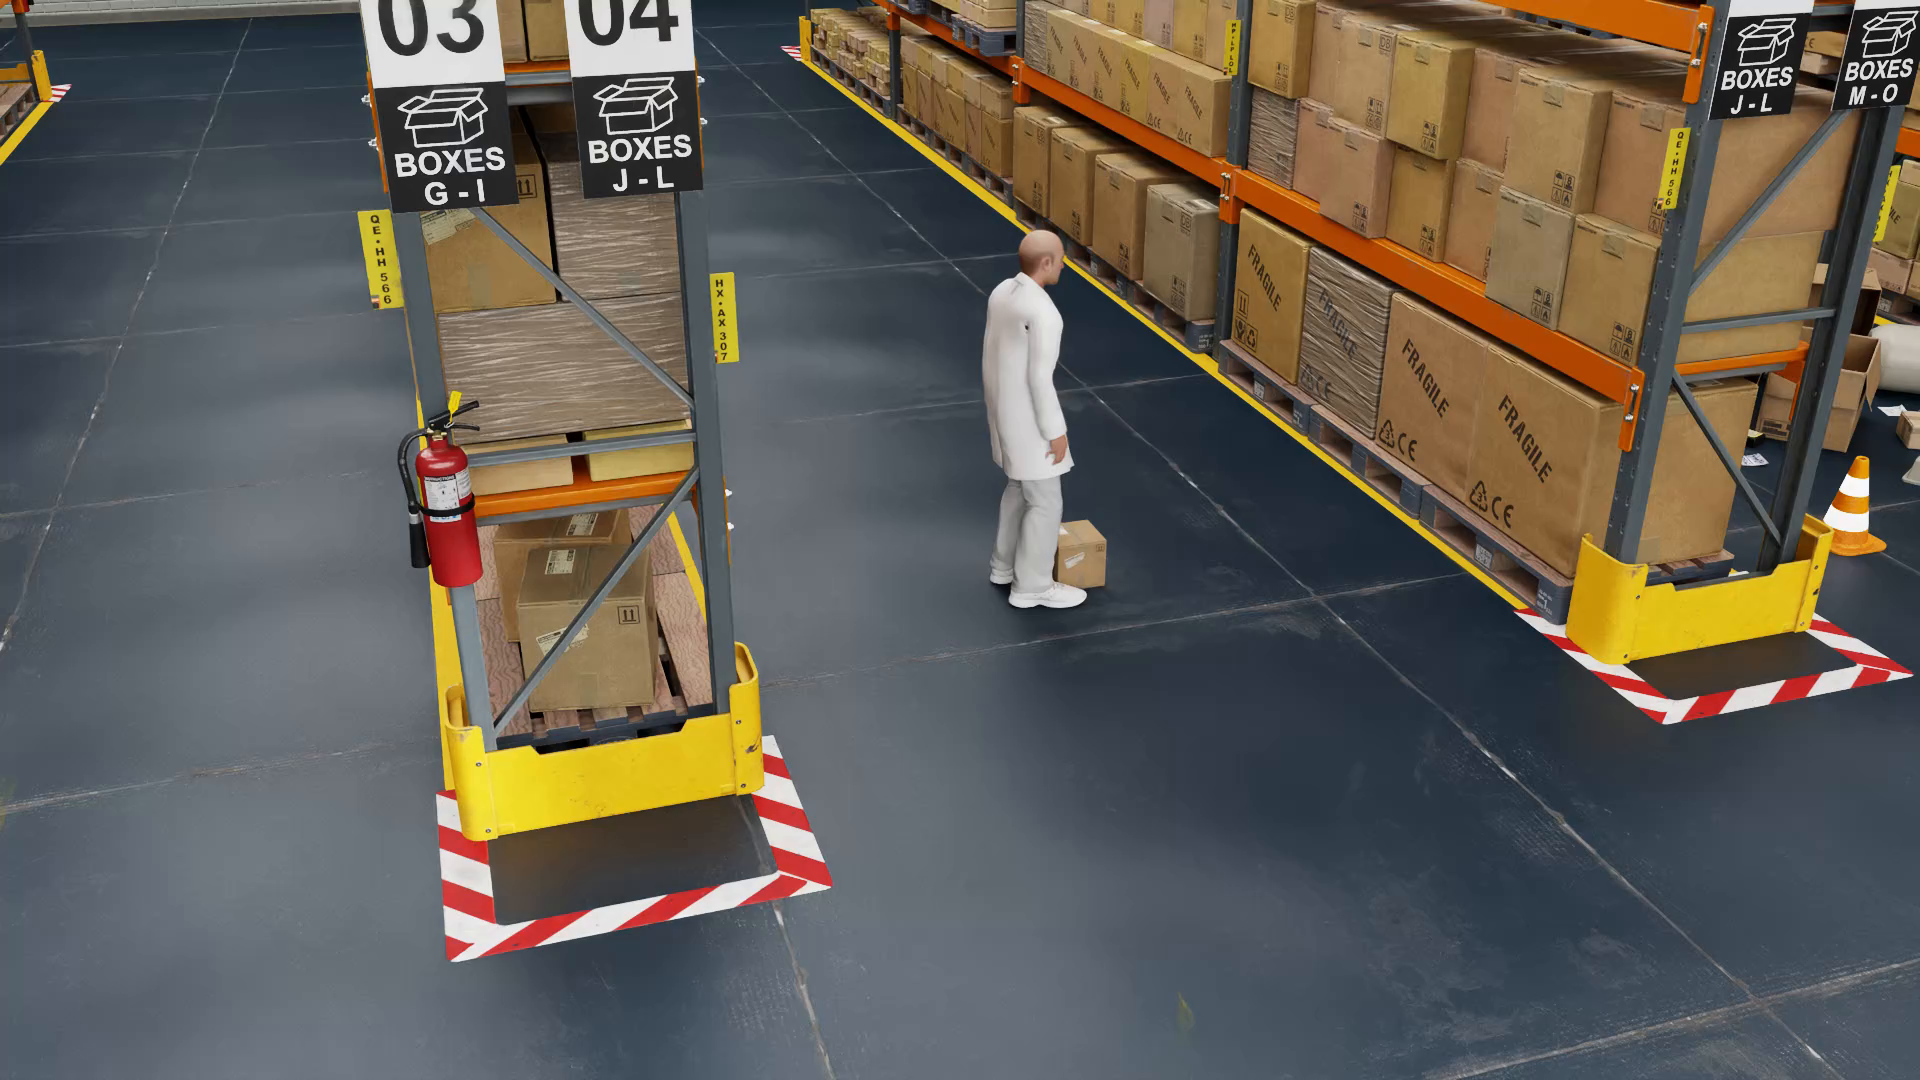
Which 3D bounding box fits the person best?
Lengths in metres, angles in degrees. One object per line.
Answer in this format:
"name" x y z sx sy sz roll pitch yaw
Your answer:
"person" 0.331 -0.573 7.808 0.425 1.772 0.644 -9 28 -18
